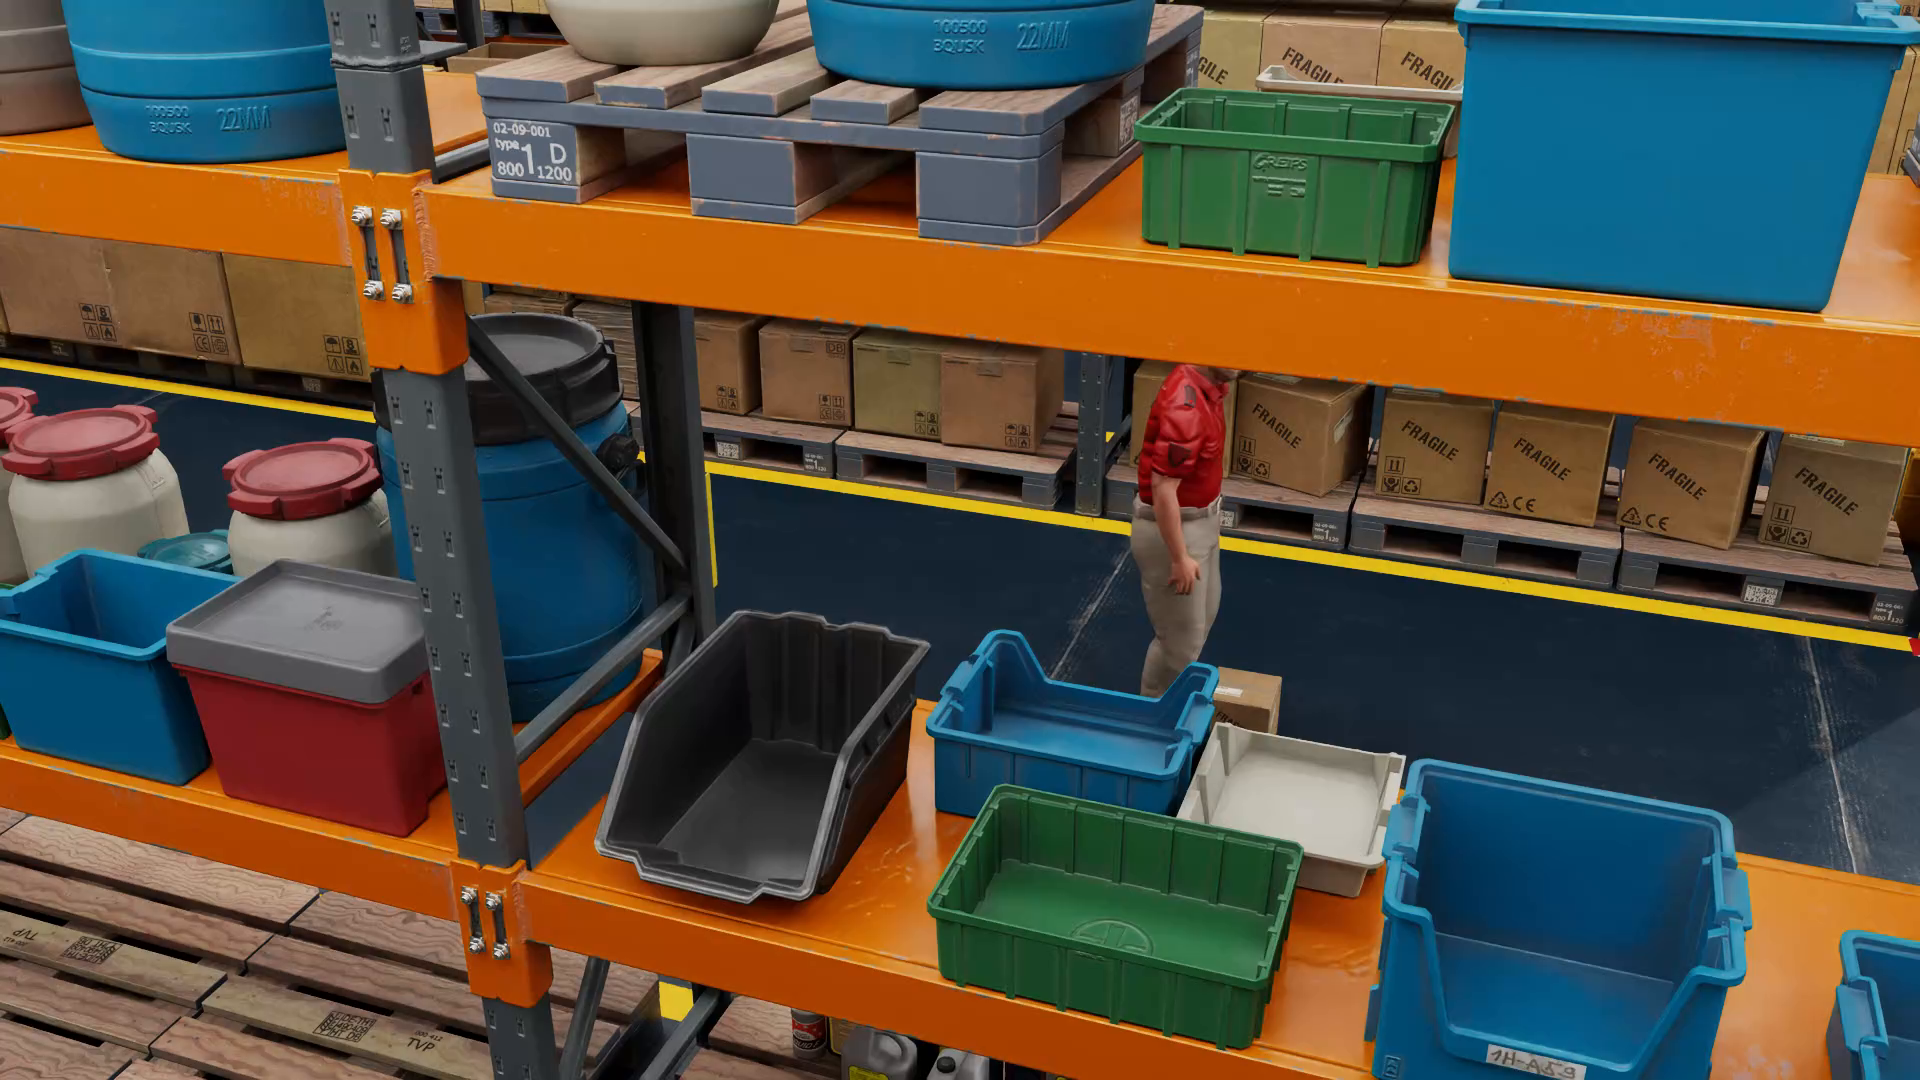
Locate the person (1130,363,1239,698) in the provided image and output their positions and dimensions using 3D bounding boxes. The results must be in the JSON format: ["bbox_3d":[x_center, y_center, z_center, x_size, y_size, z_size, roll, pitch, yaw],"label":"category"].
[{"bbox_3d":[0.843,-0.023,6.175,0.389,1.726,0.587,8,27,16],"label":"person"}]
